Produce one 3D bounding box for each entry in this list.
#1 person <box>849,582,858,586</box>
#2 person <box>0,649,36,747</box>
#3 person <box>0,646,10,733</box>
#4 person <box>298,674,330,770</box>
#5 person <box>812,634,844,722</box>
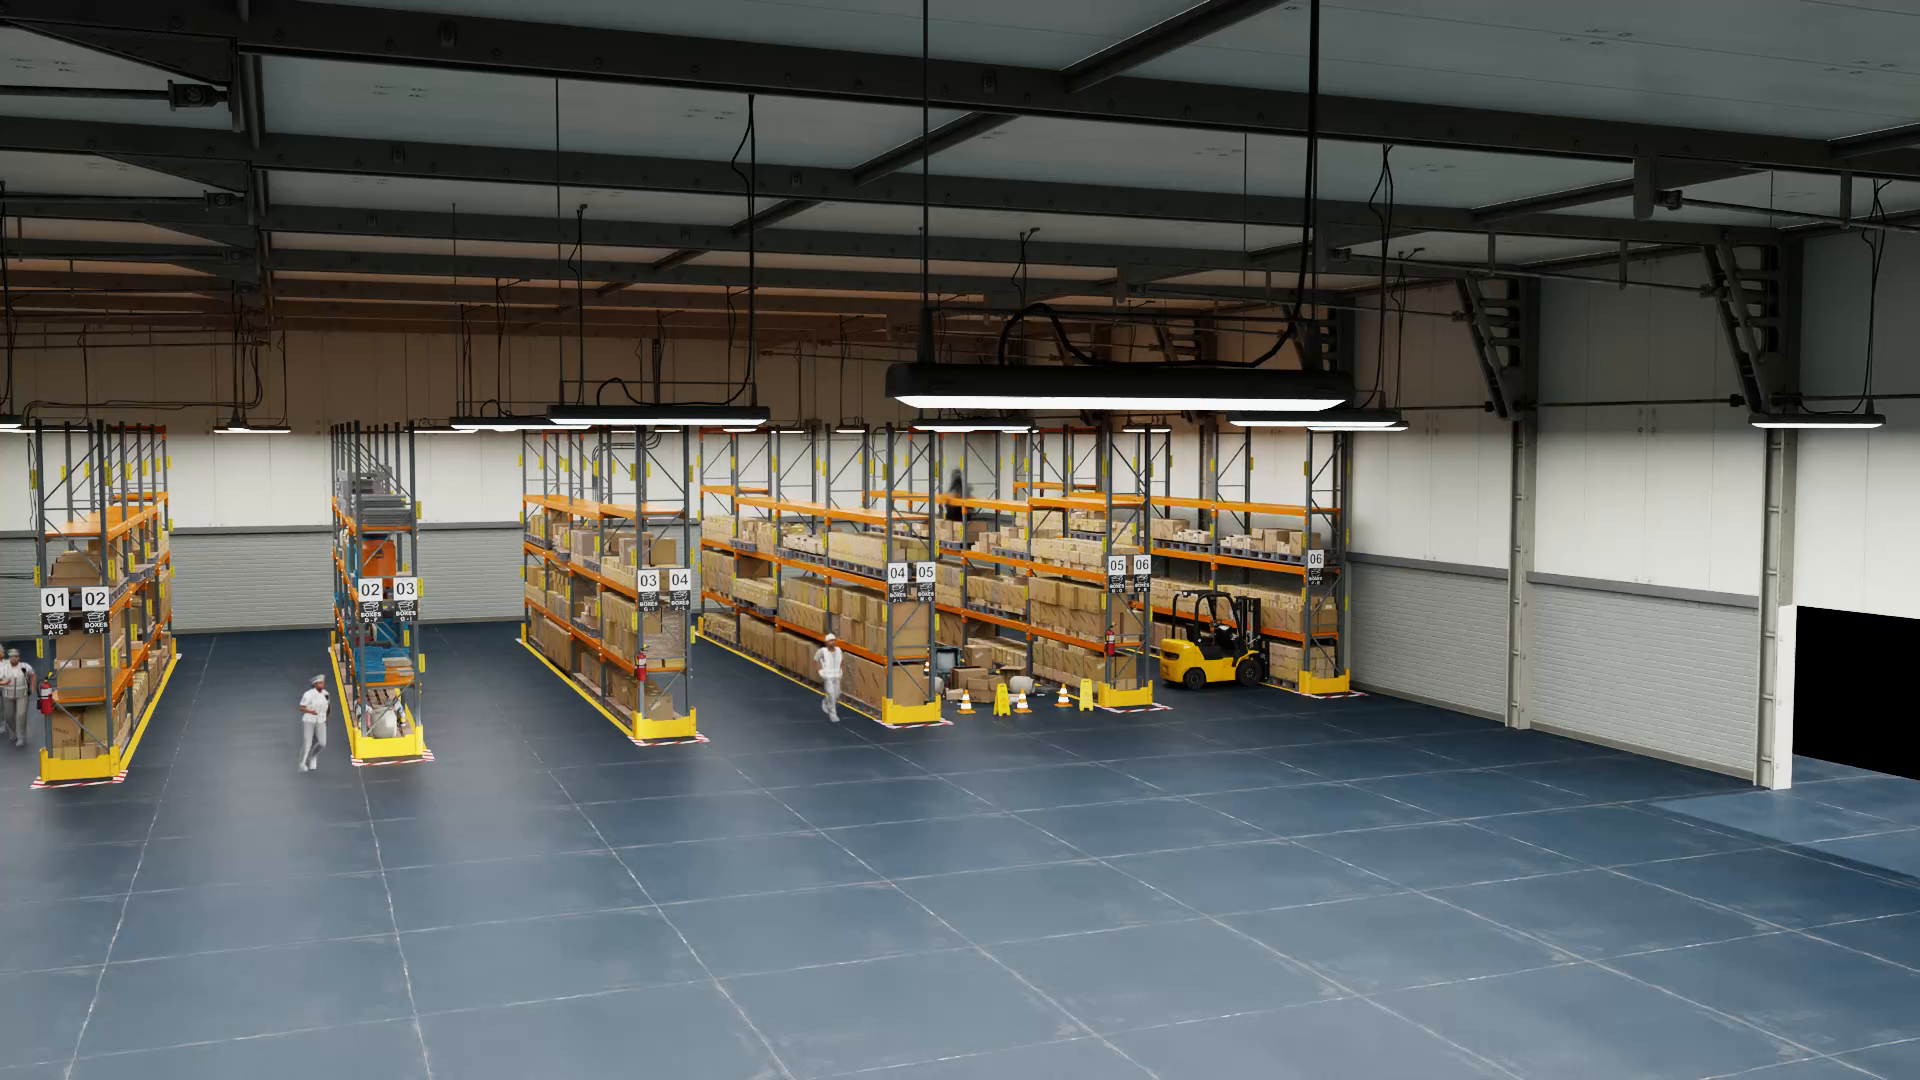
[{"bbox_3d":[-3.164,1.721,51.259,0.670,1.698,0.656,-1,4,-18],"label":"person"},{"bbox_3d":[-17.505,2.886,30.829,0.663,1.767,0.987,-2,4,-25],"label":"person"},{"bbox_3d":[-18.640,2.876,32.304,0.628,1.673,0.586,-2,4,-27],"label":"person"},{"bbox_3d":[-11.010,3.124,28.508,0.586,1.633,0.570,-3,5,-42],"label":"person"},{"bbox_3d":[-2.643,2.760,33.534,0.686,1.760,0.752,-2,4,-34],"label":"person"}]
